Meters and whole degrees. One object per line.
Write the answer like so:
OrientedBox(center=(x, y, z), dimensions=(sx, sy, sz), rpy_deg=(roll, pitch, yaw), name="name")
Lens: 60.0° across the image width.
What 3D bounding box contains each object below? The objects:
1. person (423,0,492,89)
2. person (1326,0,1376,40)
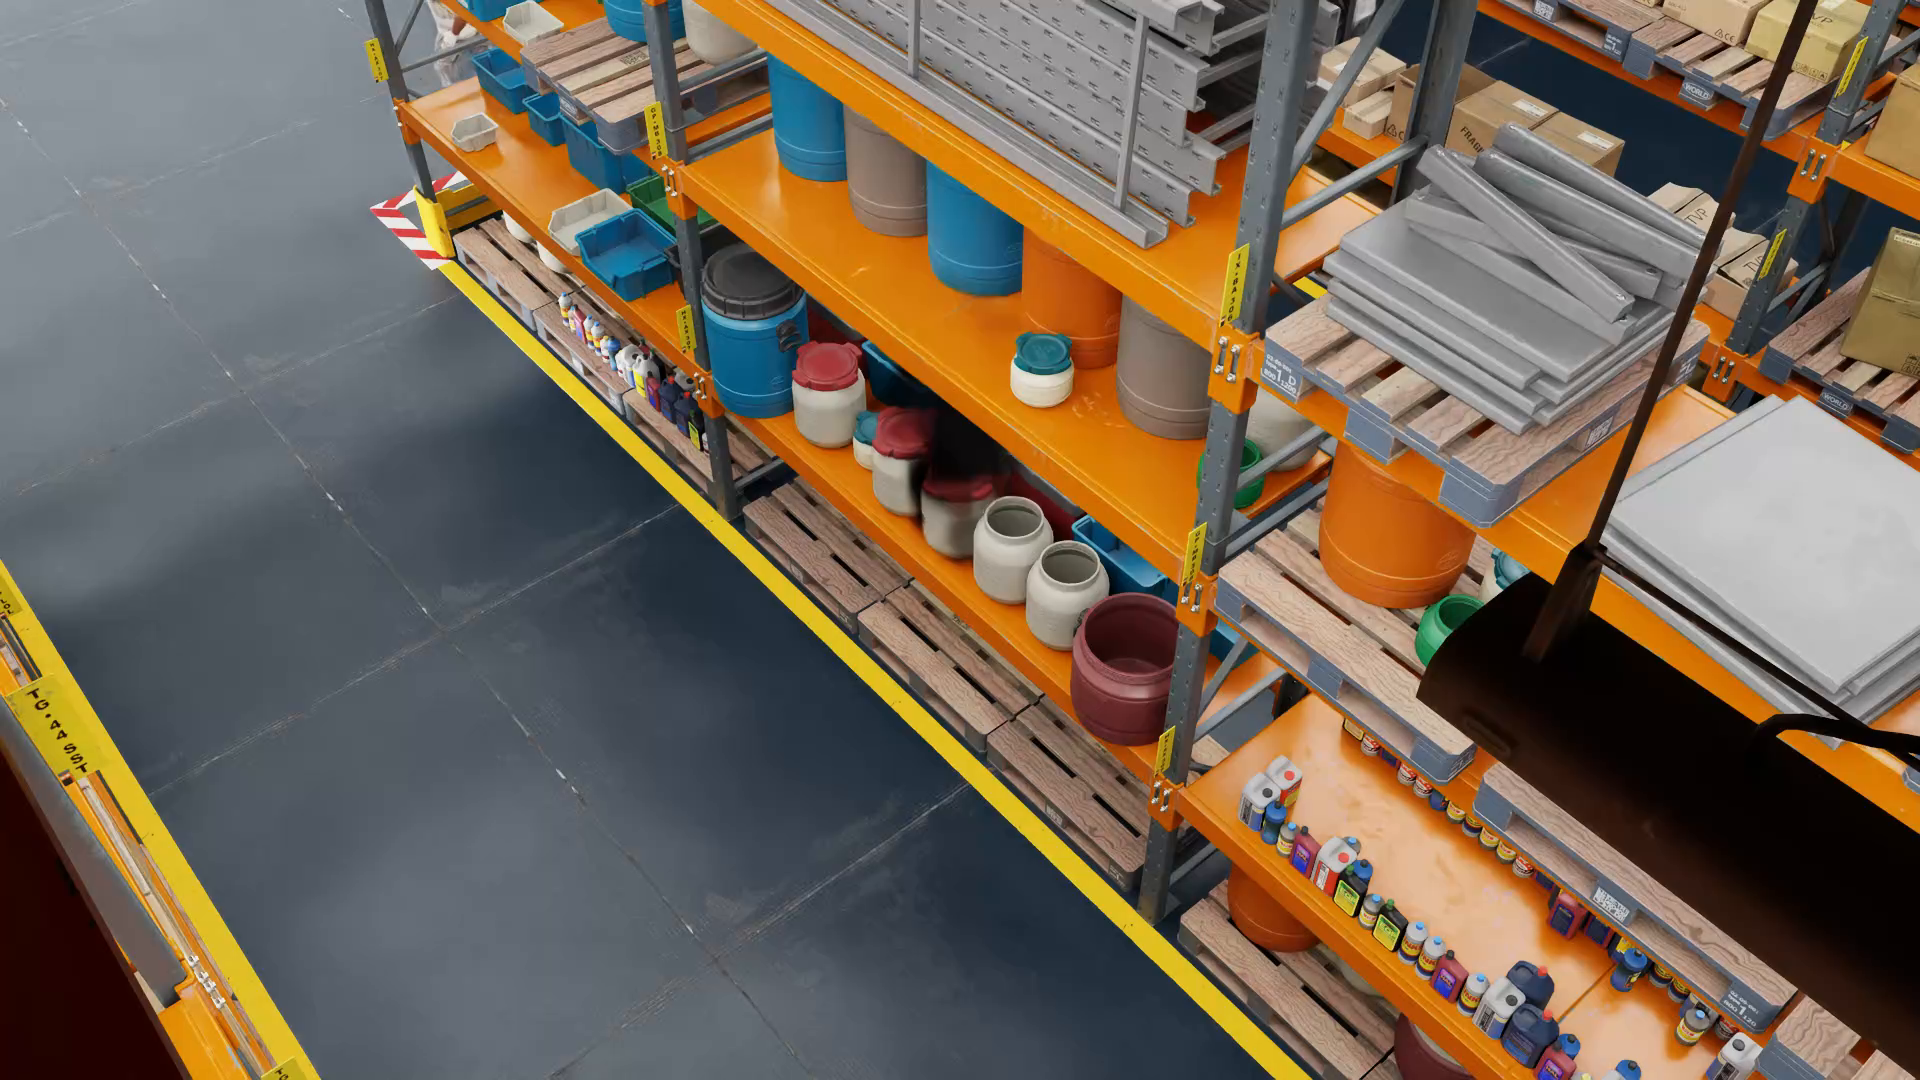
OrientedBox(center=(-4.170, -4.230, 13.749), dimensions=(0.863, 1.791, 0.745), rpy_deg=(4, 47, 4), name="person")
OrientedBox(center=(3.281, -4.480, 14.012), dimensions=(0.677, 1.726, 0.965), rpy_deg=(-32, 54, -27), name="person")
